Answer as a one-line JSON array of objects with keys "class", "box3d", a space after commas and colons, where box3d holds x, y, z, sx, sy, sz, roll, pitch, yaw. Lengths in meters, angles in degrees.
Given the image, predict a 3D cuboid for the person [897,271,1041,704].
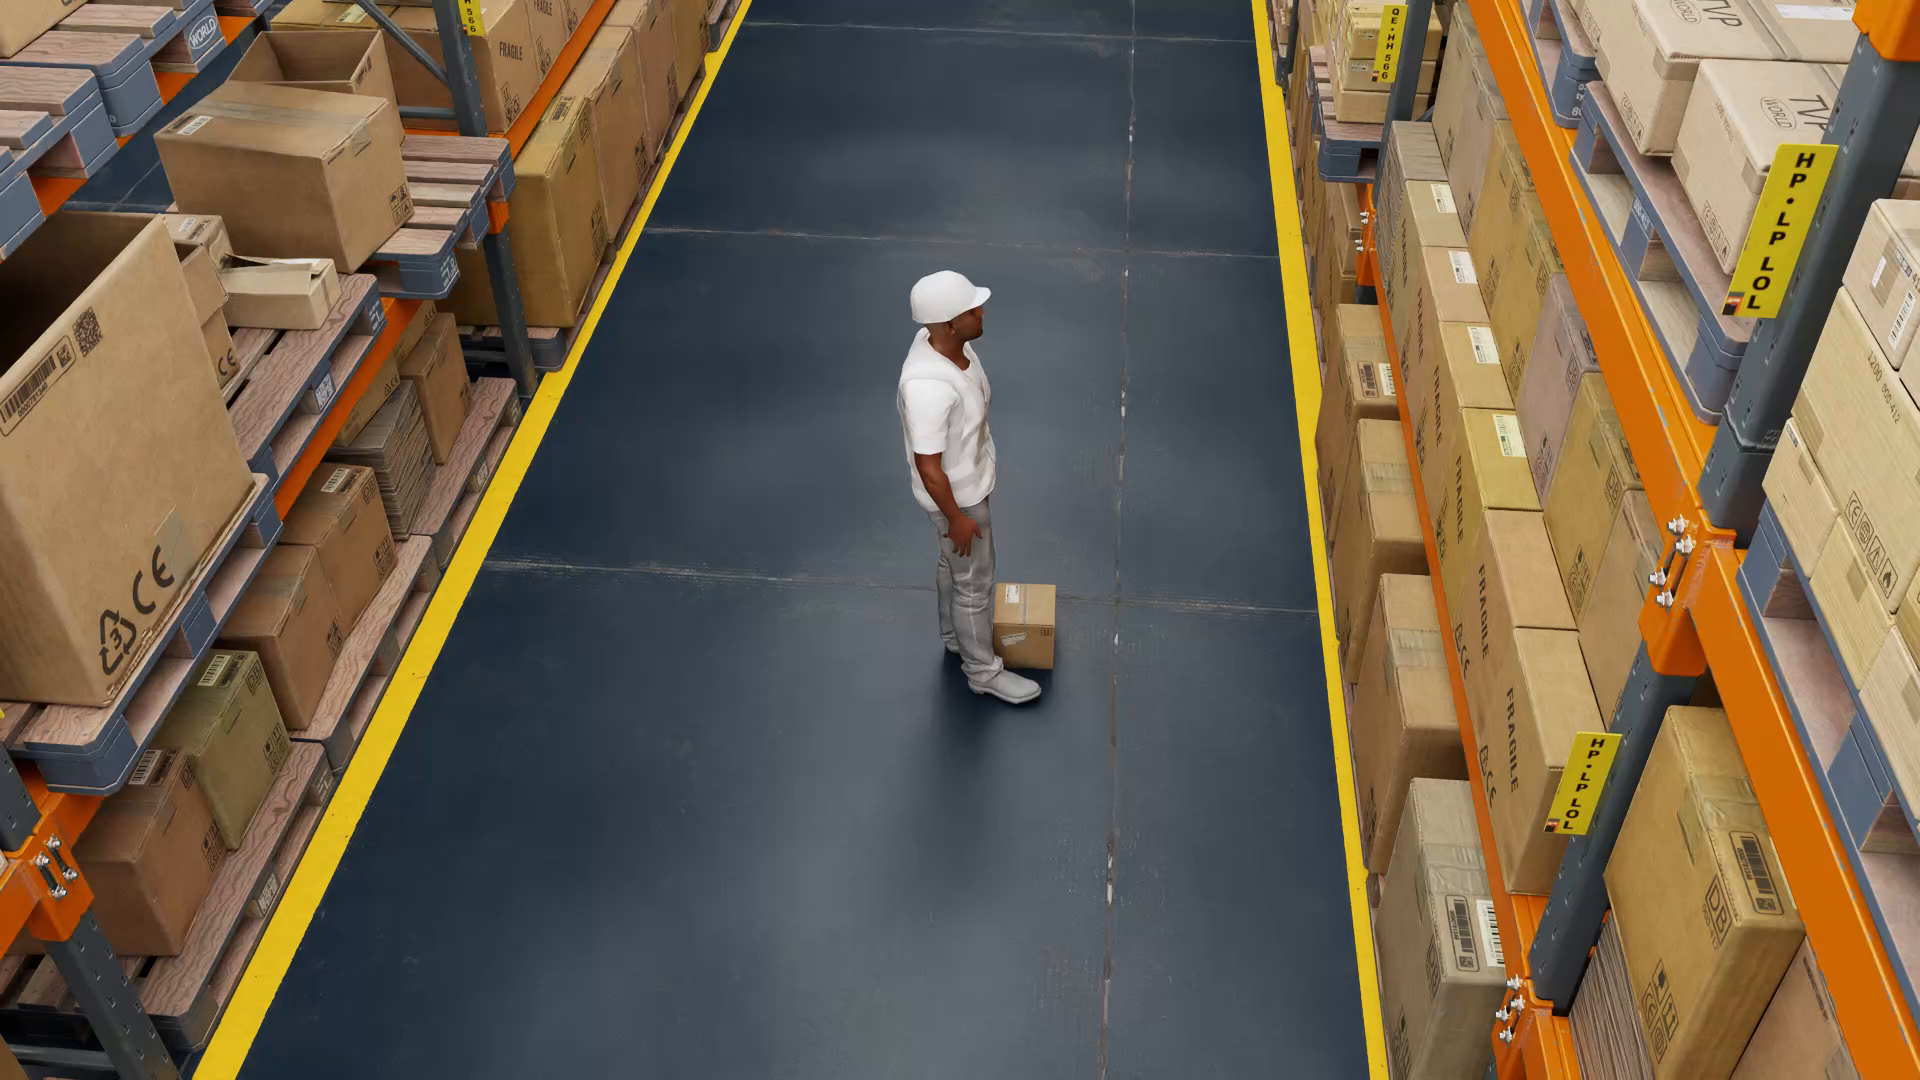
[{"class": "person", "box3d": [0.065, -0.225, 6.393, 0.574, 1.768, 0.665, 3, 40, 4]}]
